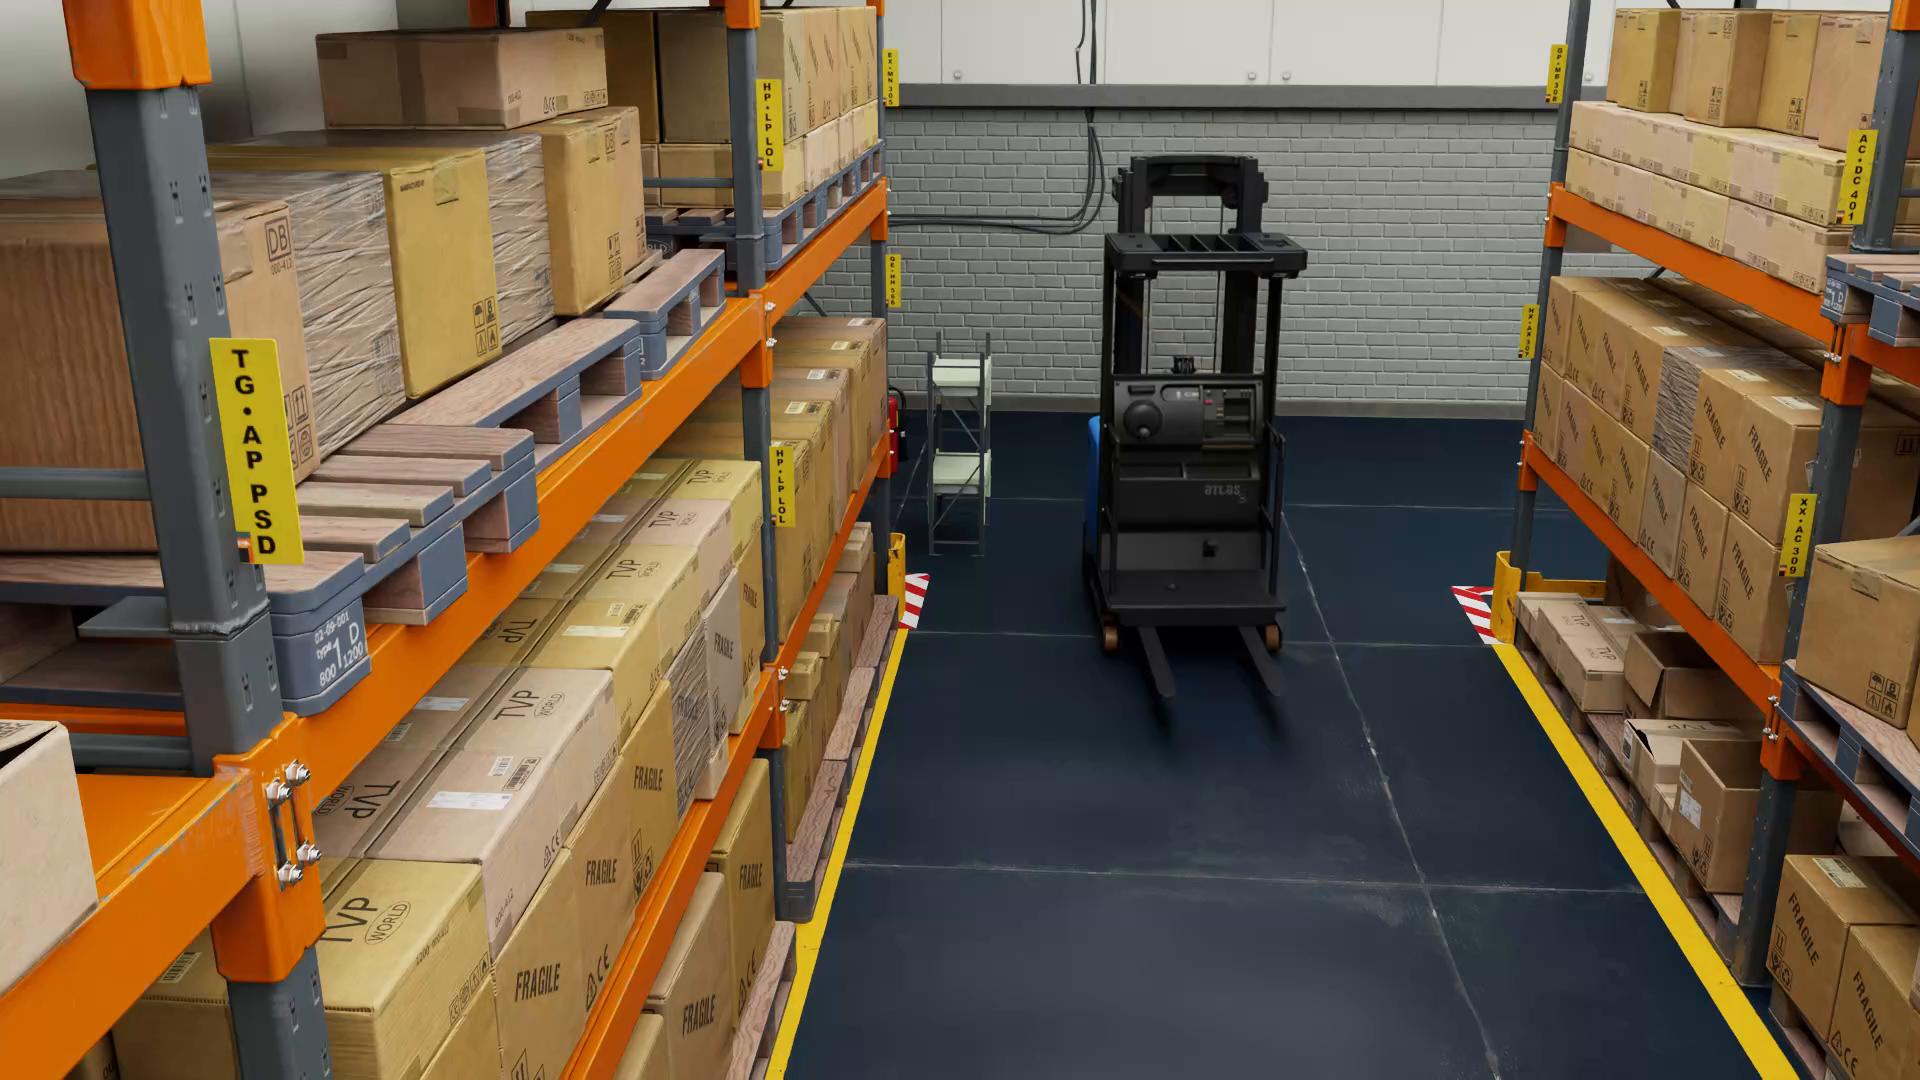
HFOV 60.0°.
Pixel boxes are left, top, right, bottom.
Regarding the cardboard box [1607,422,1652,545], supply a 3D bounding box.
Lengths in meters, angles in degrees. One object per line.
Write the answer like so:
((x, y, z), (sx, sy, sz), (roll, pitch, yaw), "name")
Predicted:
((3.585, -0.282, 8.305), (0.500, 0.500, 0.500), (2, 18, 5), "cardboard box")

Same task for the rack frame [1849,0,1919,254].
((3.701, -2.446, 5.437), (1.000, 3.000, 0.127), (1, 18, 4), "rack frame")

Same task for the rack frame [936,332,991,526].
((0.026, -0.824, 12.530), (0.400, 1.500, 0.023), (1, 18, 4), "rack frame")

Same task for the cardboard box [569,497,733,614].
((-1.065, 0.050, 5.579), (0.500, 0.250, 0.500), (2, 18, 5), "cardboard box")

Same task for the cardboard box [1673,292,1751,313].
((4.195, -1.059, 9.072), (0.500, 0.500, 0.500), (2, 18, 5), "cardboard box")

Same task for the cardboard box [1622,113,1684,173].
((3.619, -1.965, 8.224), (0.500, 0.250, 0.500), (1, 18, 4), "cardboard box")

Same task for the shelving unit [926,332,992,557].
((0.000, -0.711, 12.183), (0.431, 1.500, 0.755), (1, 18, 4), "shelving unit")

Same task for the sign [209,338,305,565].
((-0.986, -0.121, 2.327), (0.100, 0.325, 0.005), (1, 18, 4), "sign")

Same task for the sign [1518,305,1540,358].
((3.446, -1.261, 10.064), (0.100, 0.325, 0.005), (1, 18, 4), "sign")

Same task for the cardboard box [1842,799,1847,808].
((3.999, 1.148, 7.947), (0.380, 0.166, 0.250), (1, 18, 4), "cardboard box")

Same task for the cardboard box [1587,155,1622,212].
((3.648, -1.883, 8.776), (0.500, 0.250, 0.500), (1, 18, 4), "cardboard box")

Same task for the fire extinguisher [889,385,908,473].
((-0.482, -0.770, 10.678), (0.296, 0.674, 0.183), (1, 18, 4), "fire extinguisher")

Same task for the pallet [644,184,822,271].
((-1.171, -1.342, 7.026), (1.003, 0.211, 1.213), (1, 18, 4), "pallet")

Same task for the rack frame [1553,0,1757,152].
((3.988, -3.689, 9.228), (1.000, 3.000, 0.127), (1, 18, 4), "rack frame")

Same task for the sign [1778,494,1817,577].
((3.159, -0.016, 6.266), (0.100, 0.325, 0.005), (1, 18, 4), "sign")

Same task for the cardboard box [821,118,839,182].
((-0.848, -1.832, 7.786), (0.500, 0.250, 0.500), (1, 18, 2), "cardboard box")

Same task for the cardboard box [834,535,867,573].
((-0.749, 0.076, 9.672), (0.380, 0.149, 0.250), (2, 18, 5), "cardboard box")

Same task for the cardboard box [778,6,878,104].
((-0.734, -2.671, 9.142), (0.500, 0.500, 0.500), (1, 18, 4), "cardboard box")

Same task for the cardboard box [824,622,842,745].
((-1.006, 0.738, 8.693), (0.700, 0.500, 0.500), (2, 18, 5), "cardboard box")

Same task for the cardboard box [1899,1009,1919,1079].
((3.353, 1.849, 5.270), (0.500, 0.500, 0.500), (2, 18, 5), "cardboard box")

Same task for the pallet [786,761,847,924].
((-1.108, 1.386, 7.854), (1.003, 0.211, 1.213), (1, 18, 4), "pallet")

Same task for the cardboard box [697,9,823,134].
((-0.879, -2.037, 7.208), (0.500, 0.500, 0.500), (1, 18, 3), "cardboard box")

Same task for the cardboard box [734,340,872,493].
((-1.021, -0.705, 9.275), (0.980, 0.700, 0.700), (1, 18, 3), "cardboard box")

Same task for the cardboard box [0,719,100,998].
((-1.309, 0.375, 1.756), (0.500, 0.311, 0.500), (1, 18, 4), "cardboard box")

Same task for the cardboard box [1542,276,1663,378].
((3.693, -1.228, 9.588), (0.500, 0.500, 0.500), (2, 18, 6), "cardboard box")

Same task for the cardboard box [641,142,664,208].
((-1.425, -1.524, 6.845), (0.500, 0.250, 0.500), (1, 18, 4), "cardboard box")

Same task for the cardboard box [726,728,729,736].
((-1.040, 0.675, 5.918), (0.380, 0.149, 0.250), (2, 18, 6), "cardboard box")

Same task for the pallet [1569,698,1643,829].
((3.836, 1.137, 8.615), (1.003, 0.211, 1.213), (1, 18, 4), "pallet")

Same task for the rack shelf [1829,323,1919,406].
((3.557, -0.058, 4.120), (1.077, 0.370, 4.000), (1, 18, 4), "rack shelf")

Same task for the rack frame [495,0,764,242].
((-1.240, -2.556, 5.771), (1.000, 3.000, 0.127), (1, 18, 4), "rack frame")

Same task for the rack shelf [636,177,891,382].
((-1.097, -1.410, 8.245), (1.077, 0.370, 4.000), (1, 18, 4), "rack shelf")

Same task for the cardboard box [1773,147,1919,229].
((3.465, -1.344, 6.329), (0.500, 0.250, 0.500), (1, 18, 4), "cardboard box")

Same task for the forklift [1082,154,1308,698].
((1.425, -0.797, 10.148), (1.130, 2.935, 3.031), (0, 18, -1), "forklift")

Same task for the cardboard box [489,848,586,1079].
((-1.190, 1.032, 3.787), (0.500, 0.500, 0.500), (2, 18, 6), "cardboard box")

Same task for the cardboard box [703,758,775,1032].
((-1.157, 1.322, 6.349), (0.750, 0.750, 0.750), (1, 18, 5), "cardboard box")

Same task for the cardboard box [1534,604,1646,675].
((3.630, 0.578, 9.552), (0.500, 0.250, 0.500), (1, 18, 4), "cardboard box")

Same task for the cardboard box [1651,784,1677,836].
((3.426, 1.249, 7.665), (0.380, 0.149, 0.250), (1, 18, 4), "cardboard box")

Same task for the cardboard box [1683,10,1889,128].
((3.789, -2.162, 7.619), (0.700, 0.500, 0.500), (1, 18, 4), "cardboard box")

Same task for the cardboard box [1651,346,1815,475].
((3.549, -0.597, 7.660), (0.500, 0.500, 0.500), (1, 18, 4), "cardboard box")

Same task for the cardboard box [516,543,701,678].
((-1.102, 0.208, 5.095), (0.500, 0.250, 0.500), (2, 18, 5), "cardboard box")

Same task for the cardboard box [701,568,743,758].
((-1.049, 0.404, 5.701), (0.500, 0.500, 0.500), (1, 18, 4), "cardboard box")

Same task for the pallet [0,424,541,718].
((-1.534, 0.001, 3.090), (1.213, 0.211, 1.003), (2, 18, 6), "pallet")

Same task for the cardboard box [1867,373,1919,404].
((4.052, -0.418, 7.116), (0.500, 0.500, 0.500), (1, 18, 2), "cardboard box")

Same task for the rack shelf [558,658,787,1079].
((-1.384, 1.258, 4.921), (1.077, 0.370, 4.000), (1, 18, 4), "rack shelf")

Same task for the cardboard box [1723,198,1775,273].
((3.517, -1.262, 6.879), (0.500, 0.250, 0.500), (1, 18, 4), "cardboard box")

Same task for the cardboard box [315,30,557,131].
((-1.459, -1.301, 4.688), (0.500, 0.250, 0.500), (1, 18, 2), "cardboard box")

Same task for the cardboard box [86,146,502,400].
((-1.511, -0.634, 3.855), (0.700, 0.500, 0.500), (2, 18, 7), "cardboard box")
